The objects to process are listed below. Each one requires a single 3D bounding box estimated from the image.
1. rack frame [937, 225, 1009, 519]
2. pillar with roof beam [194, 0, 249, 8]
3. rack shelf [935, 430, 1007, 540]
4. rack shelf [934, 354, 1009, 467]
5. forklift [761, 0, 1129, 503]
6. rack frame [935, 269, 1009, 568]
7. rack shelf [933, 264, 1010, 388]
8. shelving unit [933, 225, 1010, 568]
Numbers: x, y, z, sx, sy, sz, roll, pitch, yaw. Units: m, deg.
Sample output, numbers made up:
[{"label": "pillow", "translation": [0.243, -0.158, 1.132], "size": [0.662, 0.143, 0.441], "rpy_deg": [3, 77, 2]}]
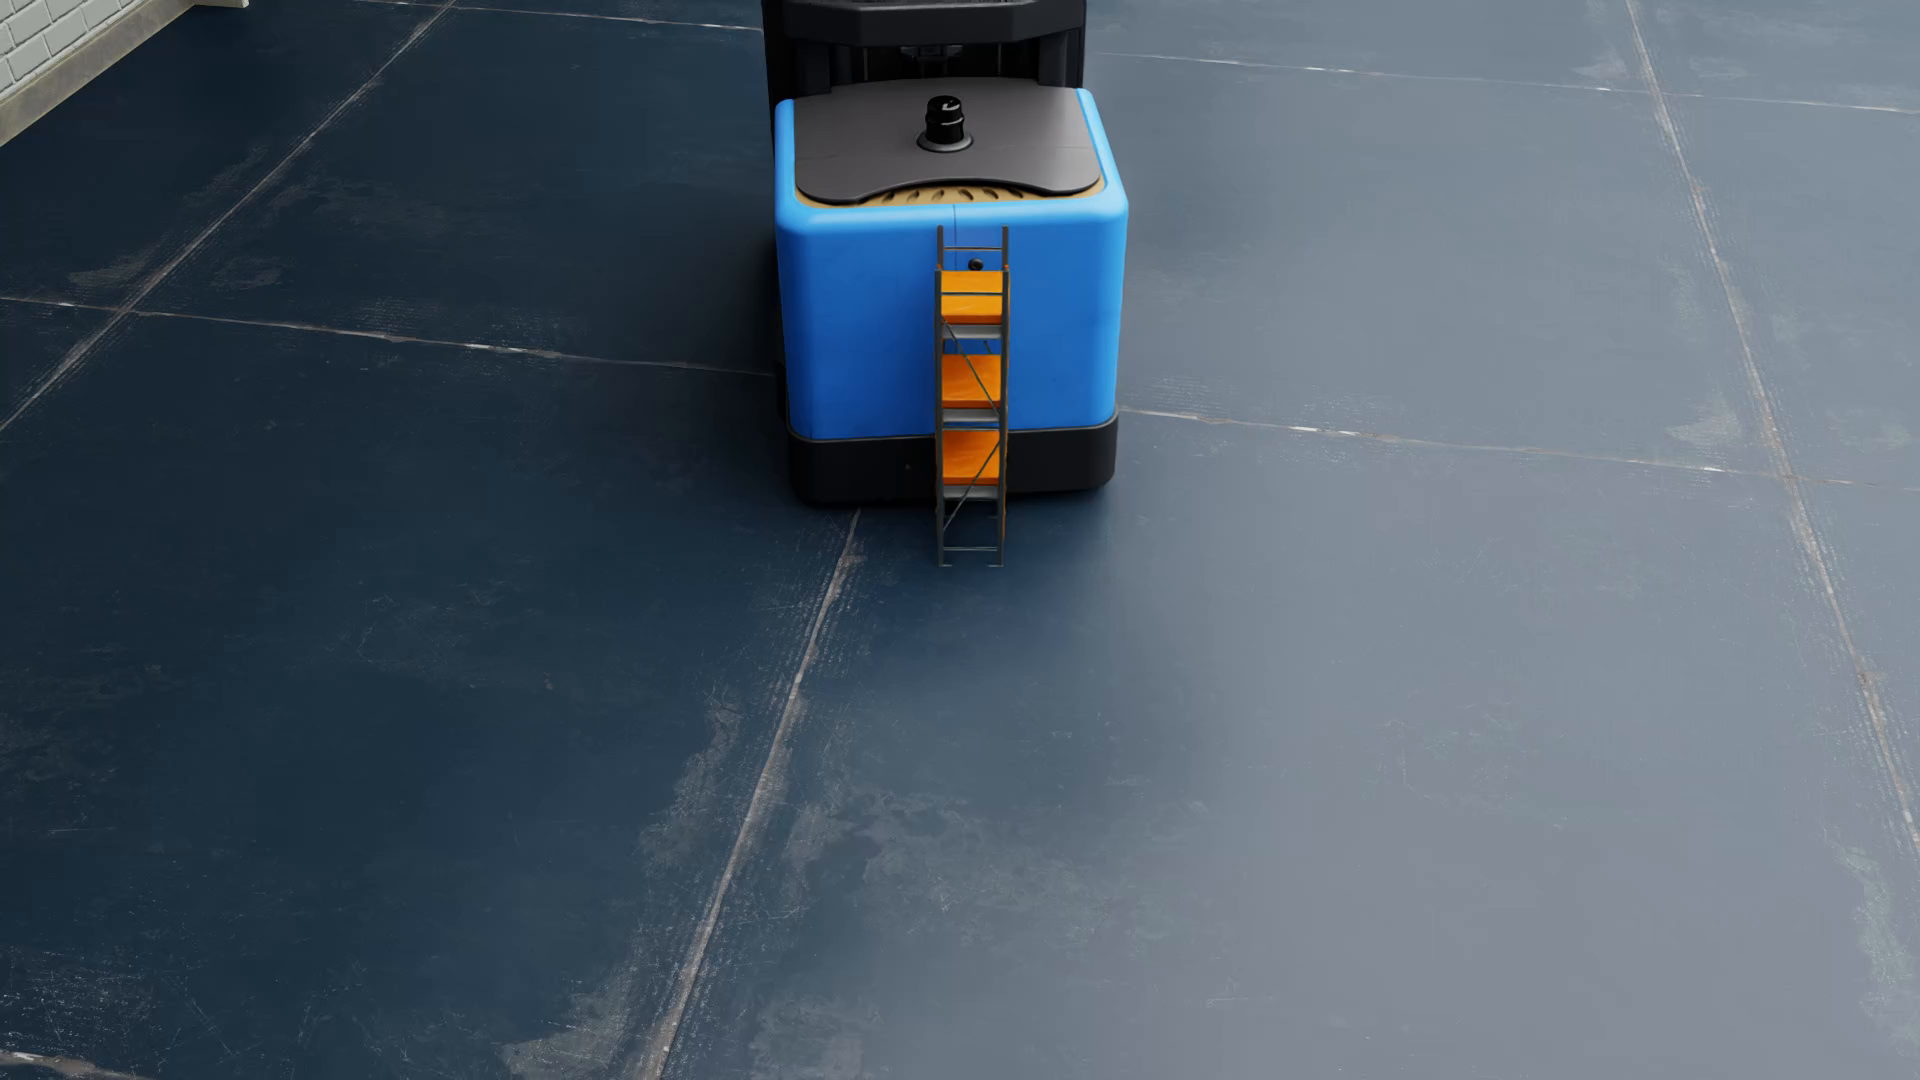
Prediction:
[{"label": "rack frame", "translation": [0.036, -0.477, 5.003], "size": [0.200, 1.050, 0.008], "rpy_deg": [1, 40, 1]}, {"label": "pillar with roof beam", "translation": [0.434, -5.876, 5.295], "size": [9.100, 9.000, 0.400], "rpy_deg": [6, 40, 8]}, {"label": "rack shelf", "translation": [0.034, -0.177, 5.093], "size": [0.215, 0.259, 0.240], "rpy_deg": [1, 40, 1]}, {"label": "rack shelf", "translation": [0.034, -0.391, 4.916], "size": [0.215, 0.259, 0.240], "rpy_deg": [1, 40, 1]}, {"label": "forklift", "translation": [-0.141, -2.175, 5.581], "size": [1.130, 2.935, 3.031], "rpy_deg": [-3, 40, -4]}, {"label": "rack frame", "translation": [0.032, -0.321, 4.815], "size": [0.200, 1.050, 0.008], "rpy_deg": [1, 40, 1]}, {"label": "rack shelf", "translation": [0.034, -0.610, 4.735], "size": [0.215, 0.259, 0.240], "rpy_deg": [1, 40, 1]}, {"label": "shelving unit", "translation": [0.034, -0.399, 4.909], "size": [0.215, 1.050, 0.252], "rpy_deg": [1, 40, 1]}]
